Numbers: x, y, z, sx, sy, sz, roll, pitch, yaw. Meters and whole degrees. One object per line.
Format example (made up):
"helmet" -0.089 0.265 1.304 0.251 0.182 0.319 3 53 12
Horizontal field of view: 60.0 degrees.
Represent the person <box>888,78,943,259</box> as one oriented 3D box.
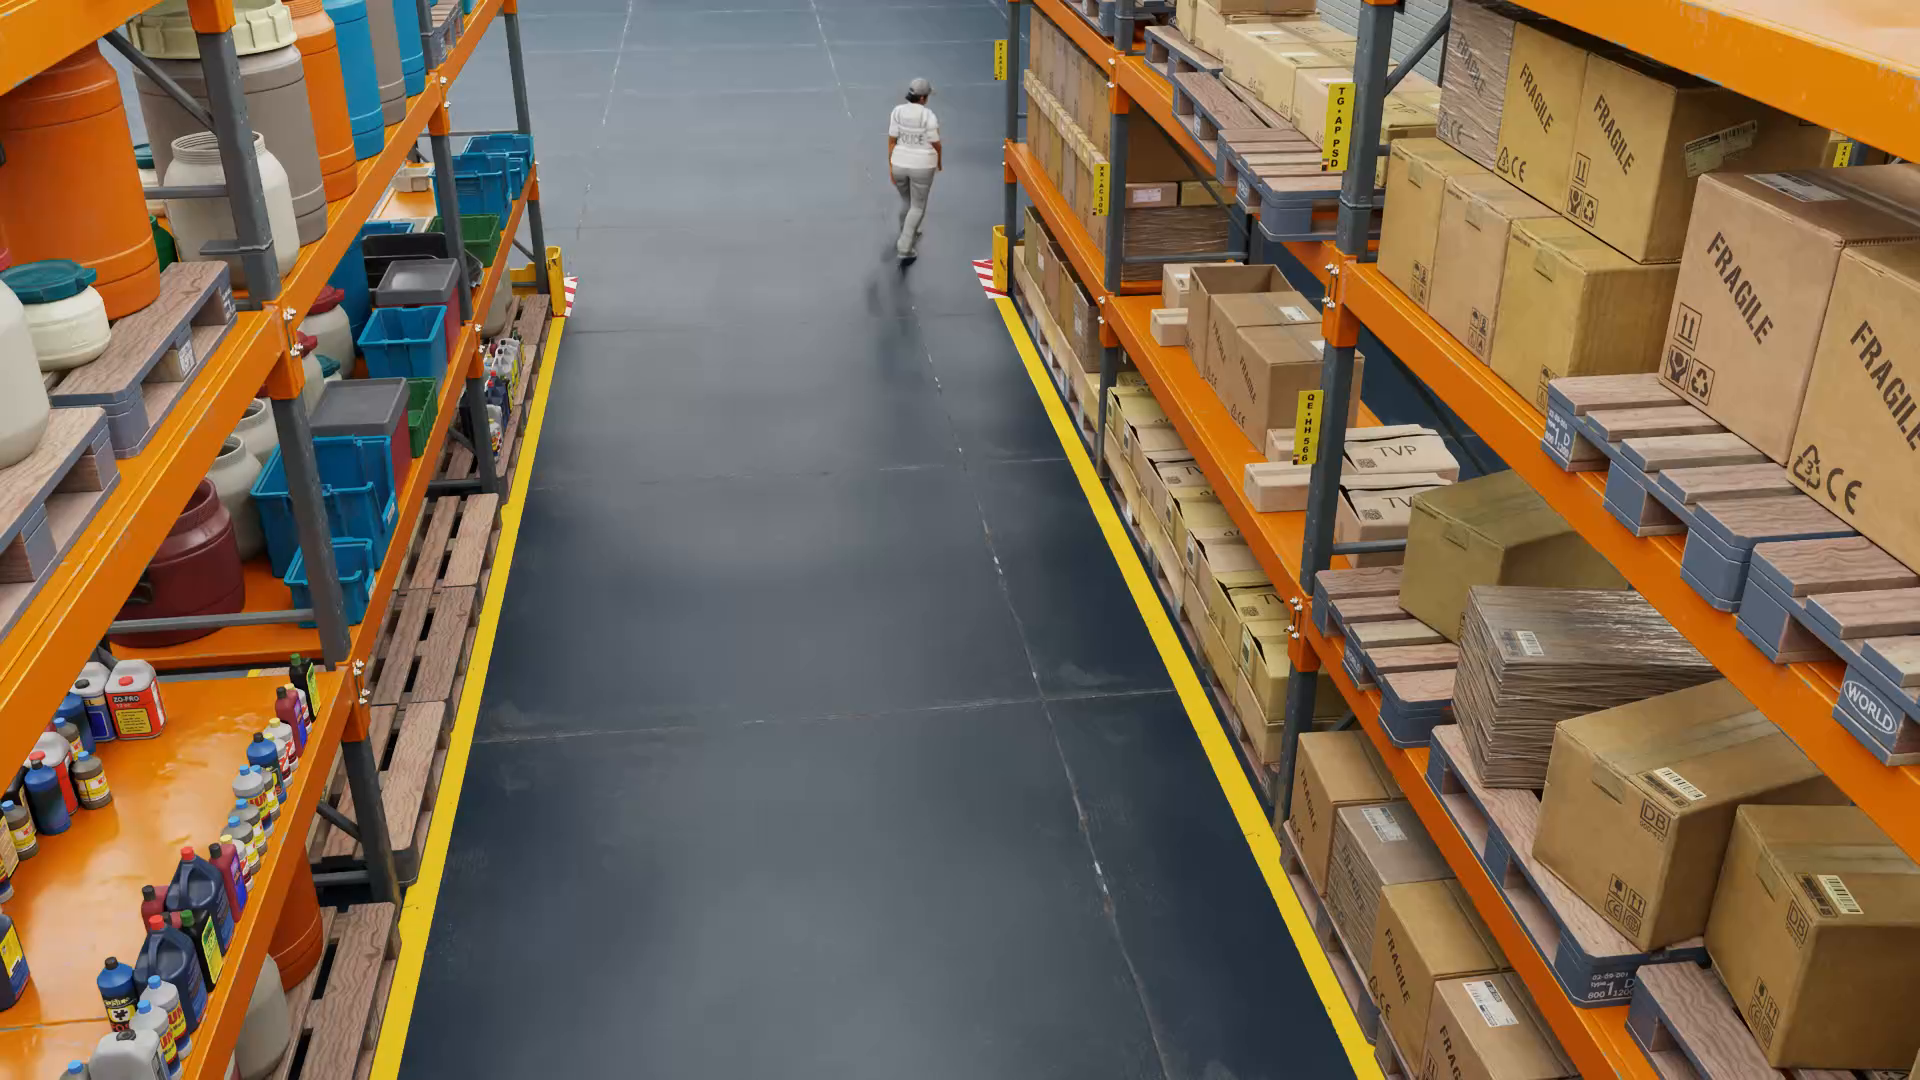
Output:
"person" -0.409 -3.441 15.277 0.539 1.601 0.882 14 30 24
